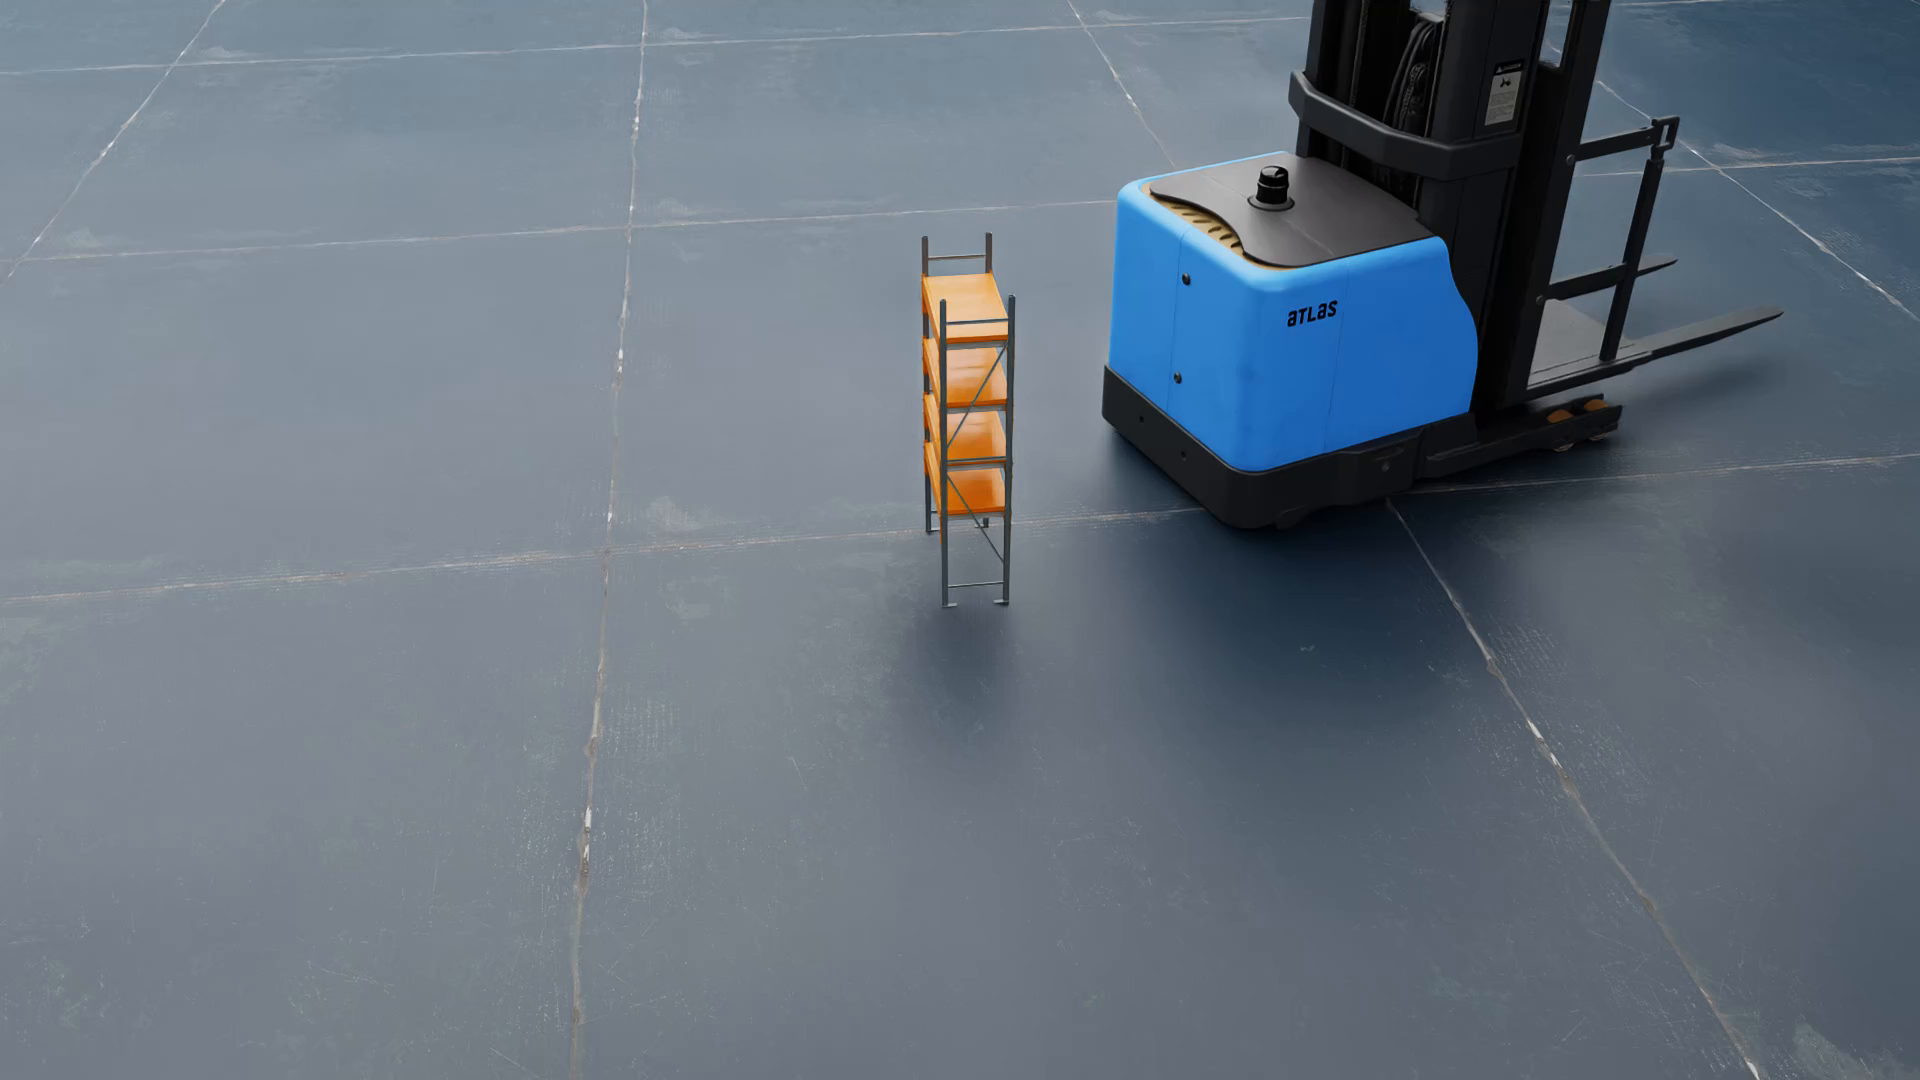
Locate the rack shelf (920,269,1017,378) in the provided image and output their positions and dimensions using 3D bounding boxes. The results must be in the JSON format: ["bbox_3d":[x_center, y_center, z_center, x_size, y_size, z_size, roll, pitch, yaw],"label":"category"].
[{"bbox_3d":[0.022,-0.728,5.555,0.258,0.148,0.480,-4,35,-6],"label":"rack shelf"}]

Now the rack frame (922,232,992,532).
[{"bbox_3d":[-0.011,-0.540,5.976,0.240,1.200,0.015,-4,35,-6],"label":"rack frame"}]

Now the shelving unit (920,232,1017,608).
[{"bbox_3d":[0.022,-0.403,5.777,0.258,1.200,0.503,-4,35,-6],"label":"shelving unit"}]

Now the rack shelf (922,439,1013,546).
[{"bbox_3d":[0.022,-0.184,5.926,0.258,0.148,0.480,-4,35,-6],"label":"rack shelf"}]

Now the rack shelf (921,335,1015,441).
[{"bbox_3d":[0.022,-0.533,5.688,0.258,0.148,0.480,-4,35,-6],"label":"rack shelf"}]

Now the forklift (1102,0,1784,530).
[{"bbox_3d":[2.139,-1.821,6.319,3.031,2.935,1.130,-16,37,-22],"label":"forklift"}]

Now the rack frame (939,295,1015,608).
[{"bbox_3d":[0.055,-0.267,5.577,0.240,1.200,0.015,-4,35,-6],"label":"rack frame"}]

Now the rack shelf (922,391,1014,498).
[{"bbox_3d":[0.022,-0.348,5.814,0.258,0.148,0.480,-4,35,-6],"label":"rack shelf"}]
